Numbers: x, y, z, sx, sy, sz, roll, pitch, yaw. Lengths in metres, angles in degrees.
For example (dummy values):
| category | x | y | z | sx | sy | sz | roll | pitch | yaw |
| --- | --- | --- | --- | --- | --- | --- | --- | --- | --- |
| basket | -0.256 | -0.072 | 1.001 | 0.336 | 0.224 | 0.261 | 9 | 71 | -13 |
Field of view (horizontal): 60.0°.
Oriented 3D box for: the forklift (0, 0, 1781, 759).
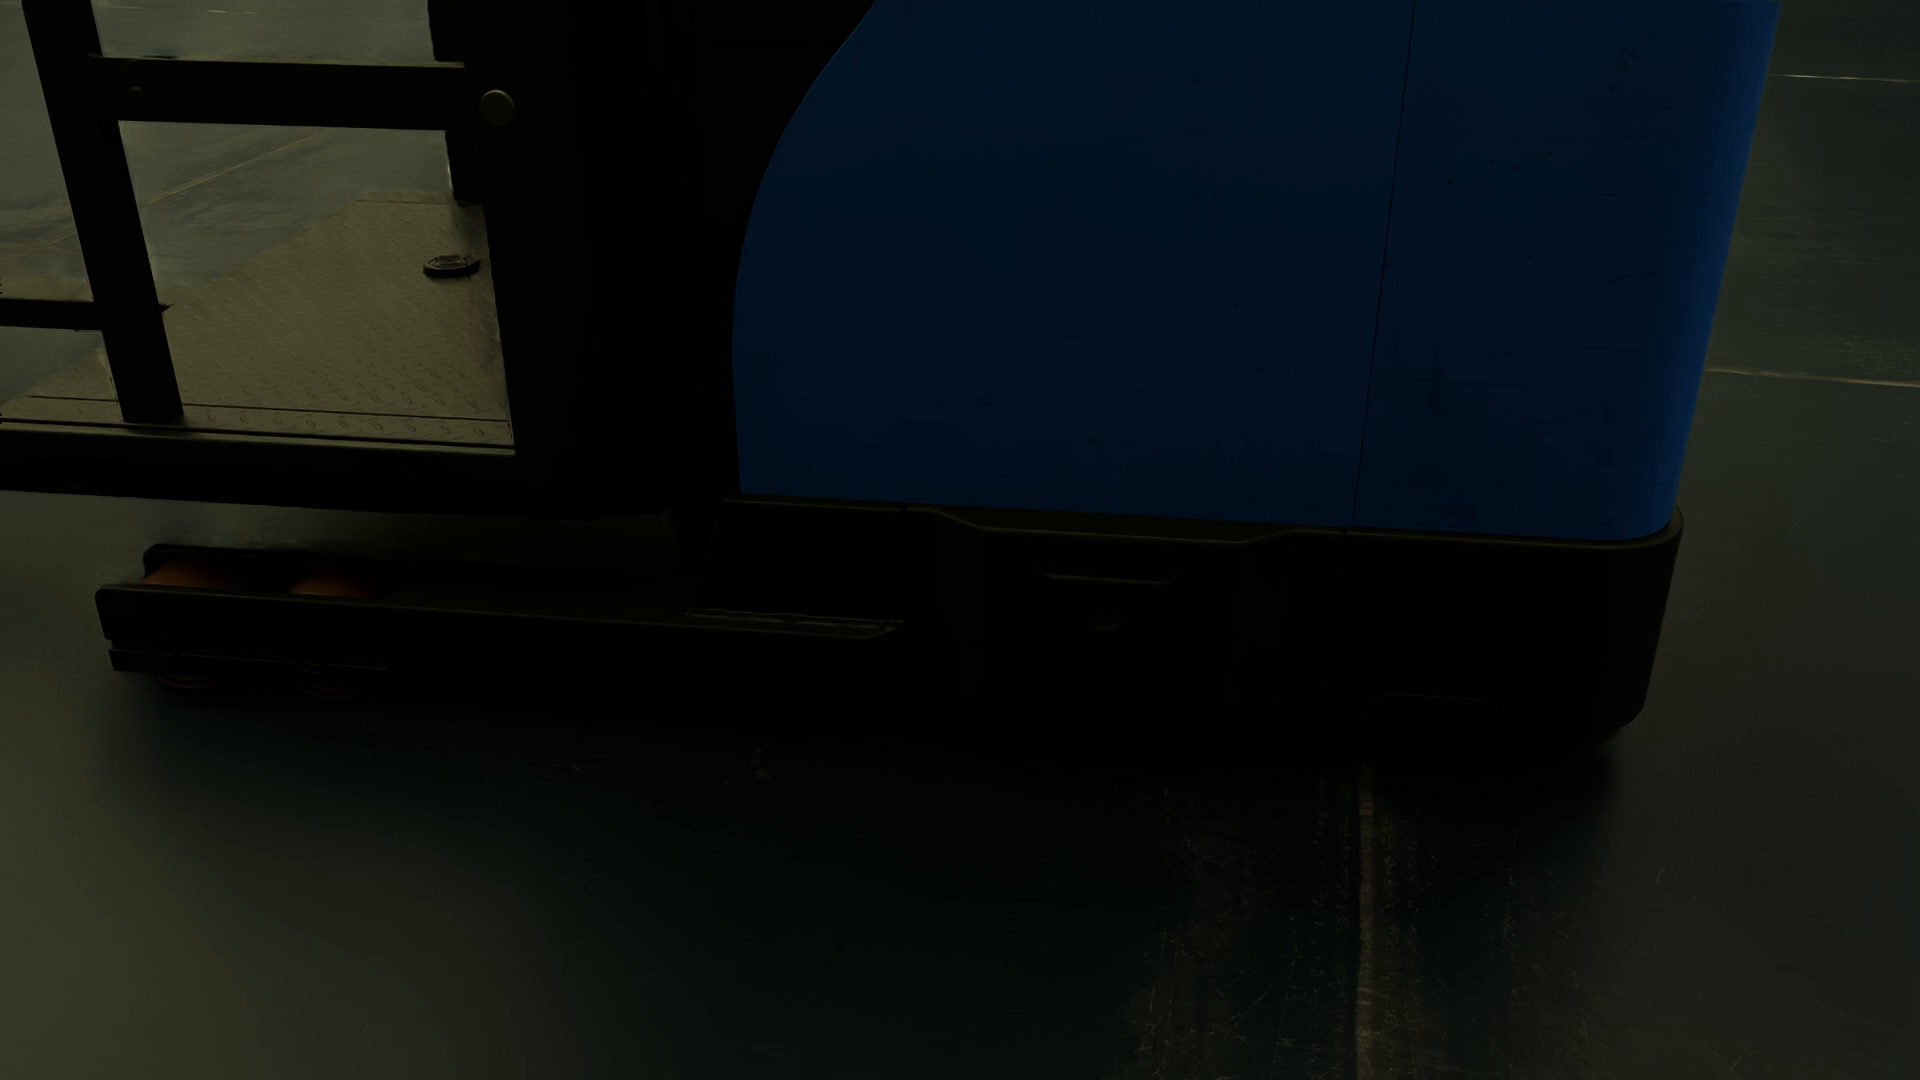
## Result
| category | x | y | z | sx | sy | sz | roll | pitch | yaw |
| --- | --- | --- | --- | --- | --- | --- | --- | --- | --- |
| forklift | -0.637 | -1.338 | 1.898 | 3.031 | 2.935 | 1.130 | 3 | 27 | 7 |
